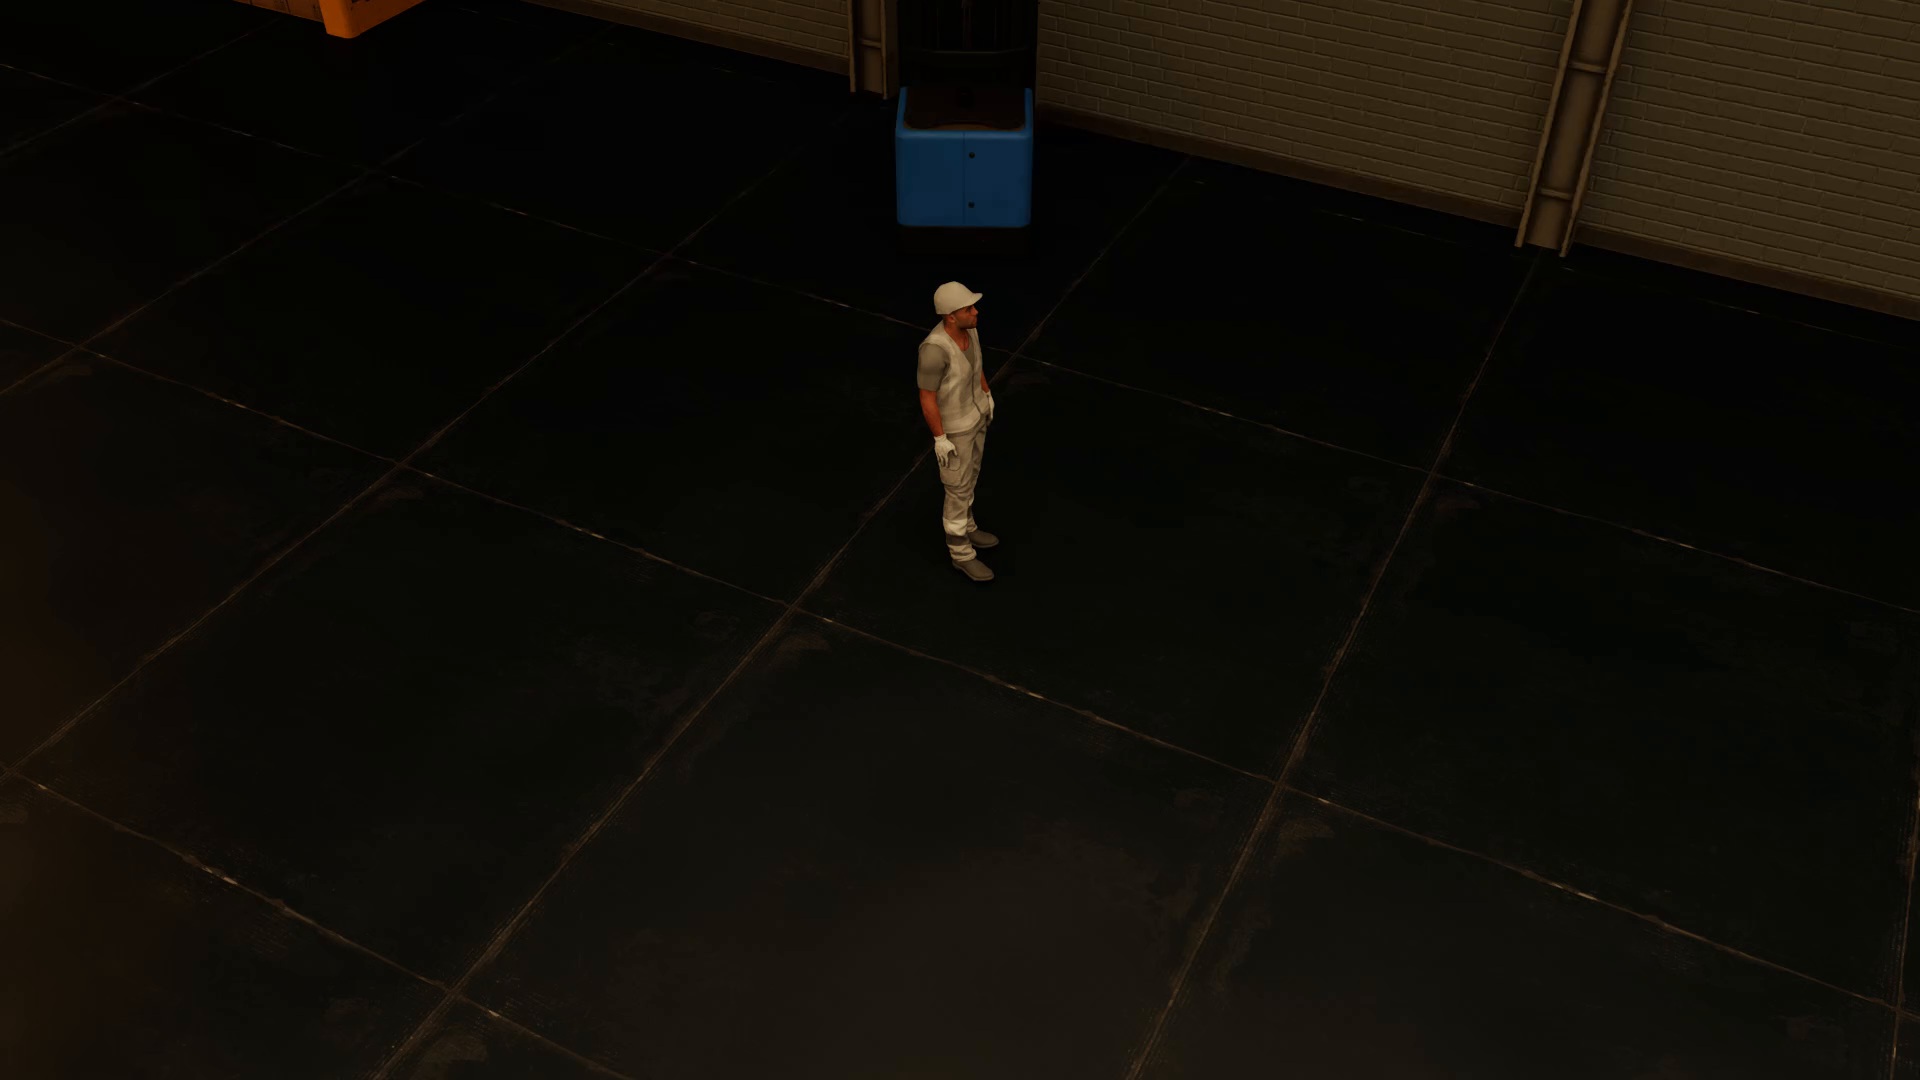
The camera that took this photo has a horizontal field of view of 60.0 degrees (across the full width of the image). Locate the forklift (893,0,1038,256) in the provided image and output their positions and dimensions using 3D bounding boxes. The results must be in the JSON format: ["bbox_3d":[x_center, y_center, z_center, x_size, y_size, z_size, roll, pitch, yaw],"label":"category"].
[{"bbox_3d":[0.064,-4.225,13.003,1.130,2.935,3.031,1,40,1],"label":"forklift"}]

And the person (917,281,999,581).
[{"bbox_3d":[0.067,-0.660,9.645,0.562,1.789,0.638,18,43,21],"label":"person"}]
